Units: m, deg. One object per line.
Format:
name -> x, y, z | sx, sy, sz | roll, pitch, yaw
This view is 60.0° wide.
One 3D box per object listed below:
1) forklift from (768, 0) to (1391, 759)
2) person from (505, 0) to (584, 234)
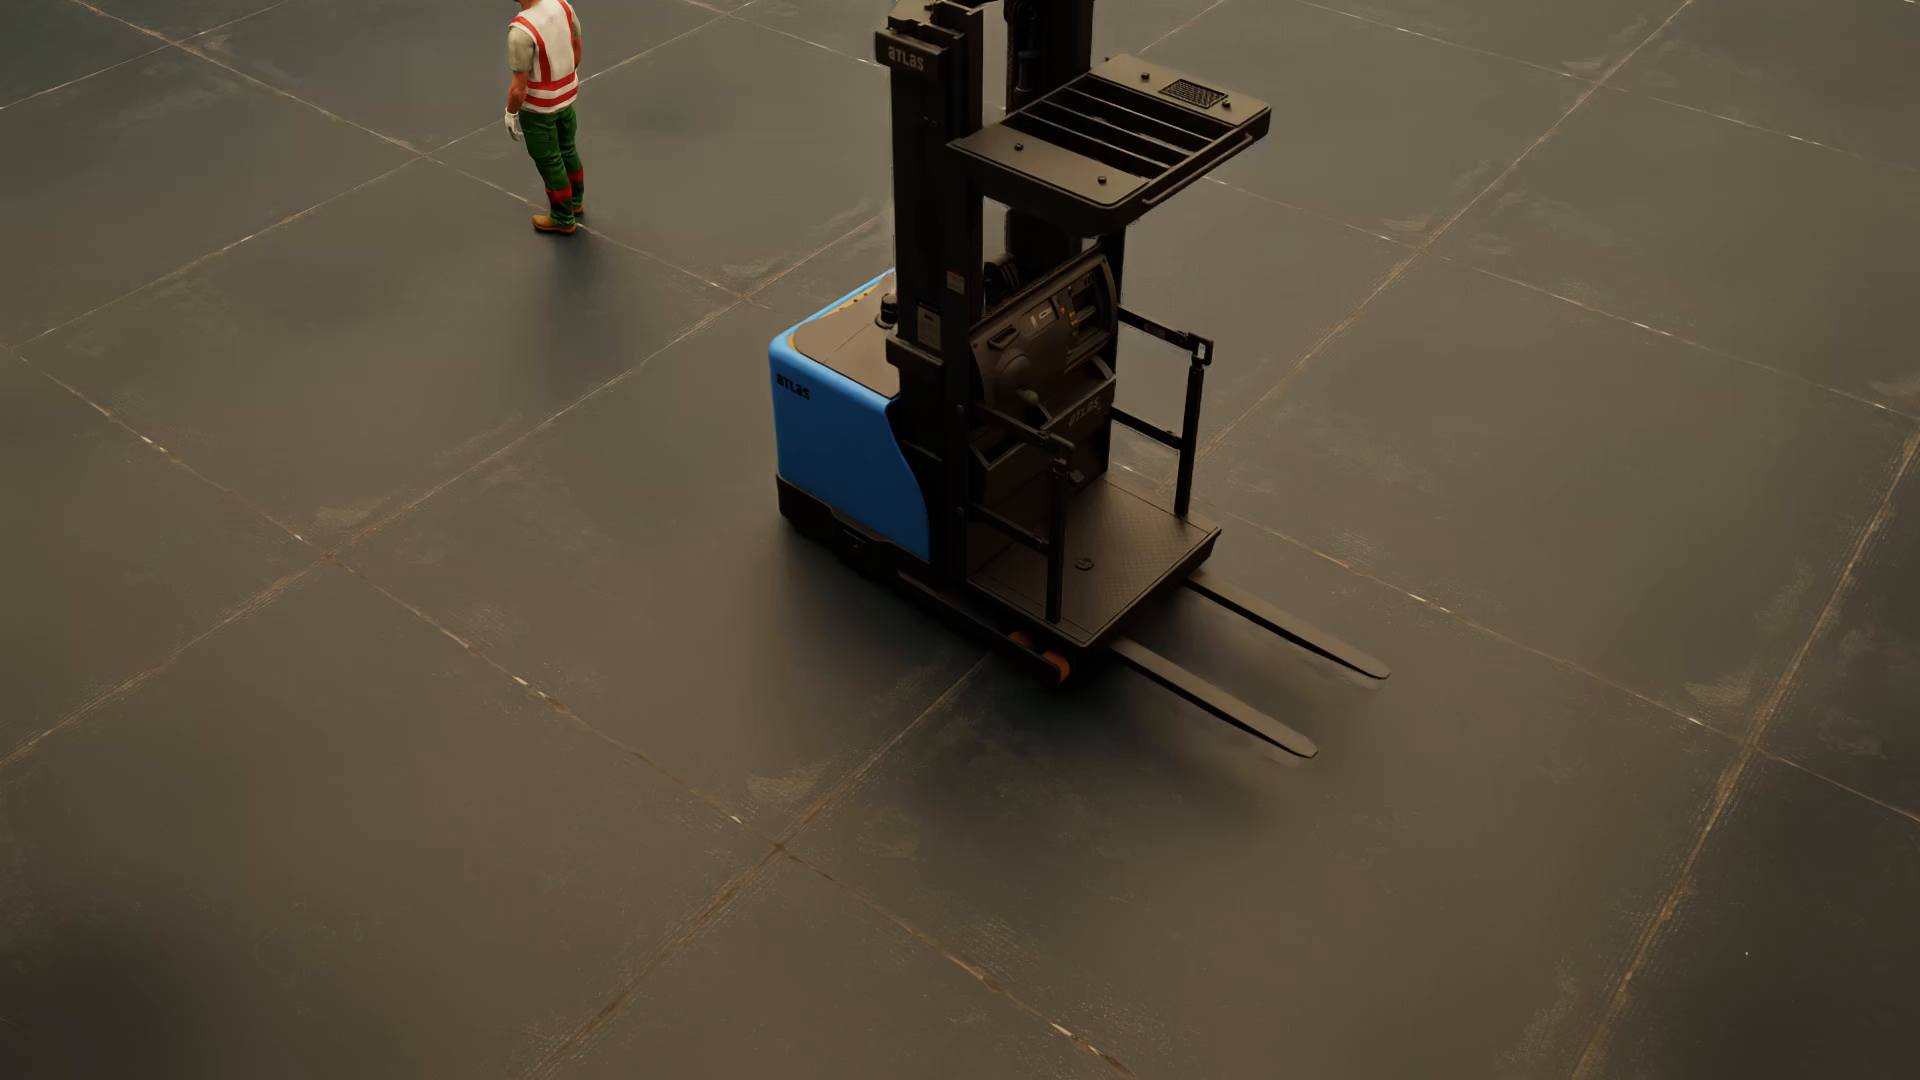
forklift -> 0.530, -0.840, 7.059 | 3.031, 2.935, 1.130 | 29, 48, 30
person -> -2.573, -2.694, 10.102 | 0.564, 1.787, 0.637 | 20, 44, 21
